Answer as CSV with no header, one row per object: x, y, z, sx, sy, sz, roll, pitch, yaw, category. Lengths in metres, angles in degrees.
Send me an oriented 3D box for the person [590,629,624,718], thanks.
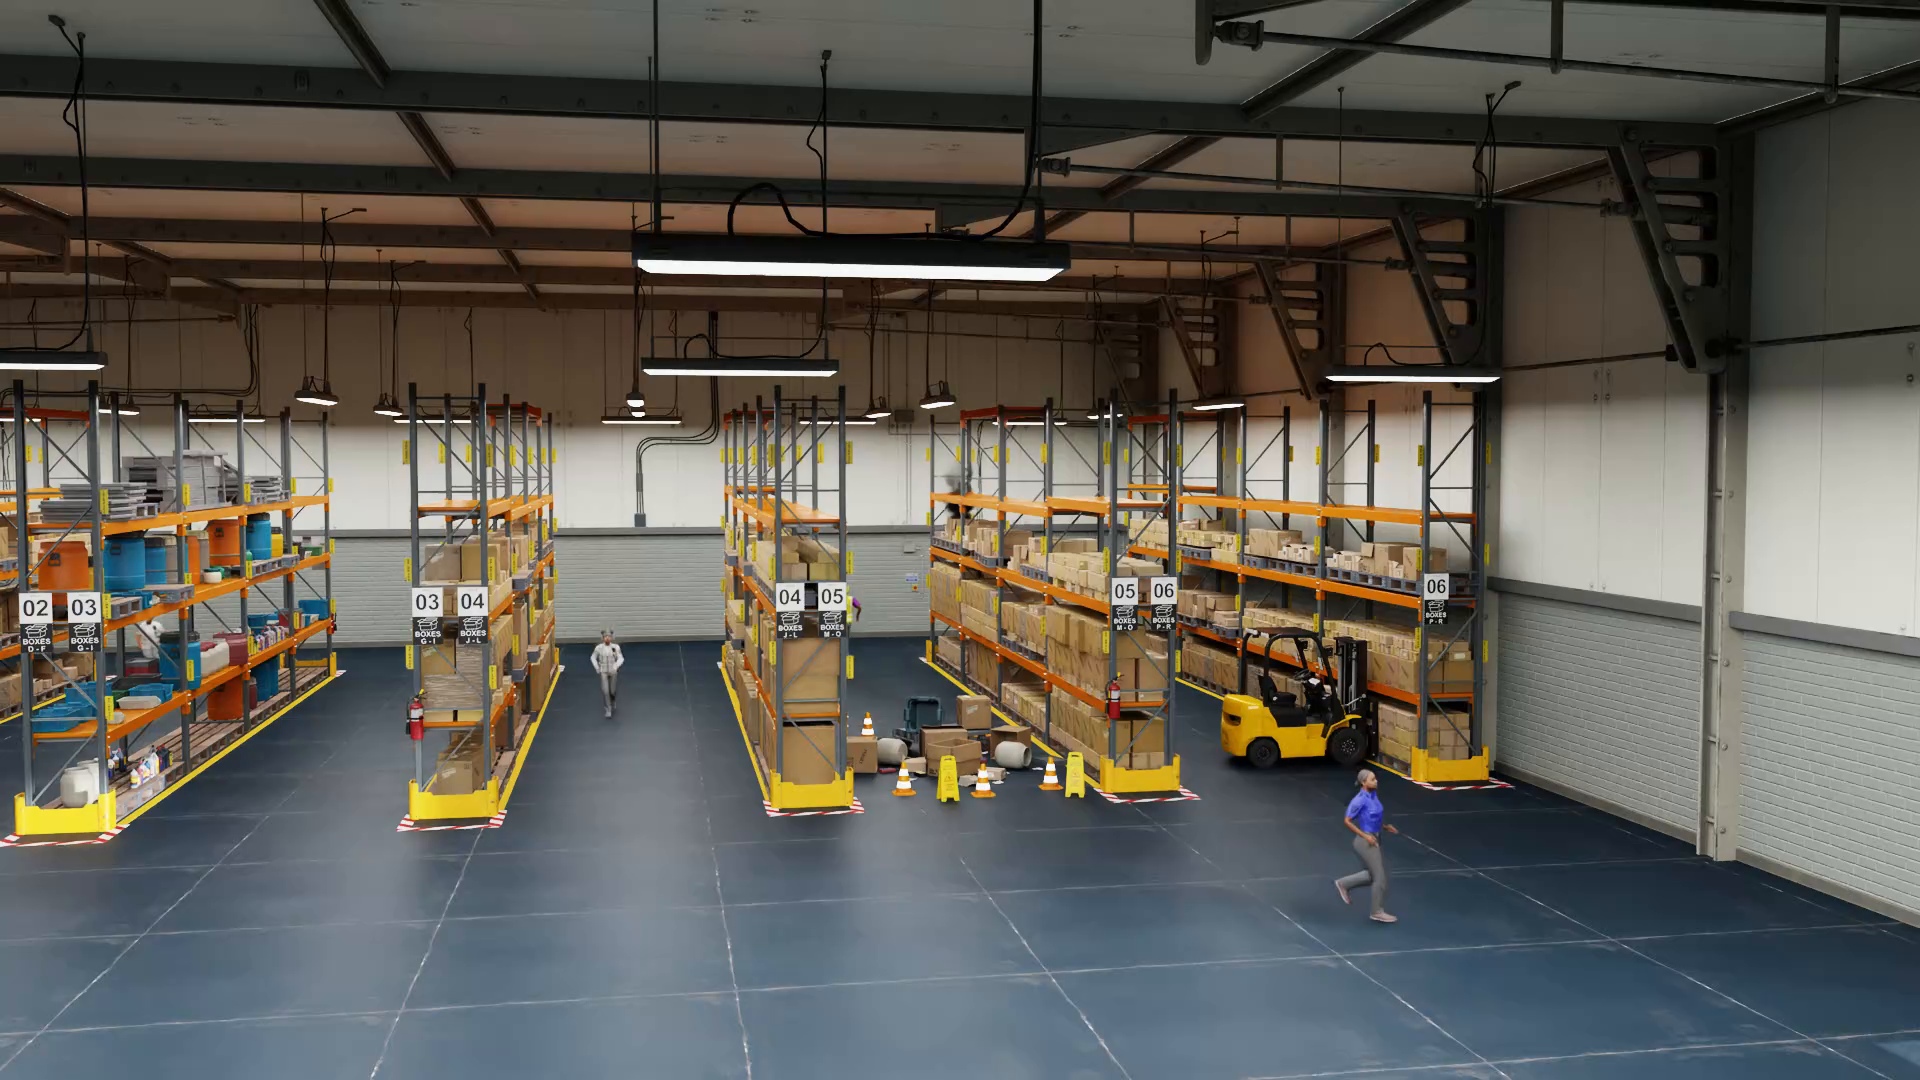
-6.803,2.550,32.065,0.627,1.674,0.636,-1,3,-12,person

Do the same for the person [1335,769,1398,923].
4.382,3.281,17.965,0.720,1.613,0.584,2,4,35,person

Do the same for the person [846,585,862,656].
-2.651,1.898,37.834,0.699,1.804,0.919,-1,3,-21,person

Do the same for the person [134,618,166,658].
-17.693,2.366,36.352,0.665,1.620,0.577,-1,3,-19,person
